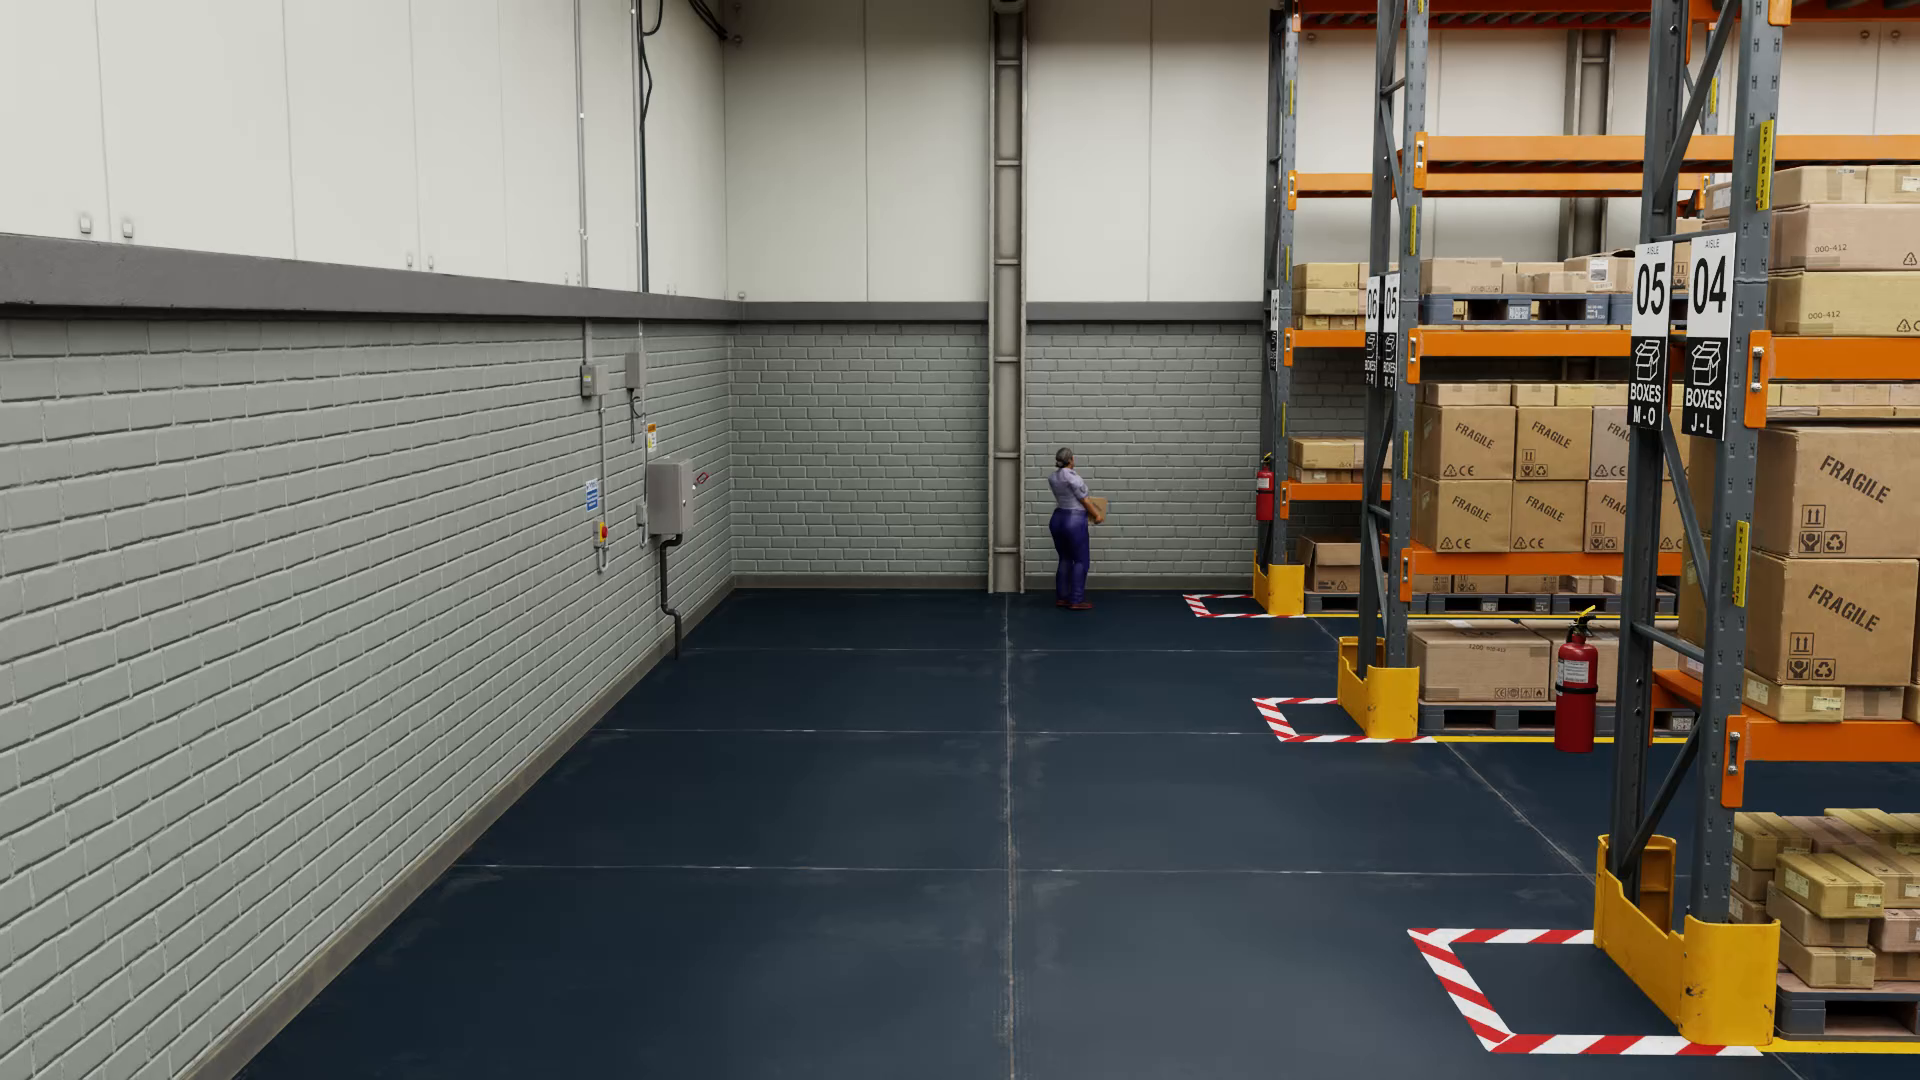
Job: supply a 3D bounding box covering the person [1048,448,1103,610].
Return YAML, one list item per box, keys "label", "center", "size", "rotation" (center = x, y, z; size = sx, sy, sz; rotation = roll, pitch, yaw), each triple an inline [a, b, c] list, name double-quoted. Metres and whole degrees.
- label: "person"
  center: [1.169, -0.128, 16.877]
  size: [0.513, 1.634, 0.452]
  rotation: [-6, 9, -39]
